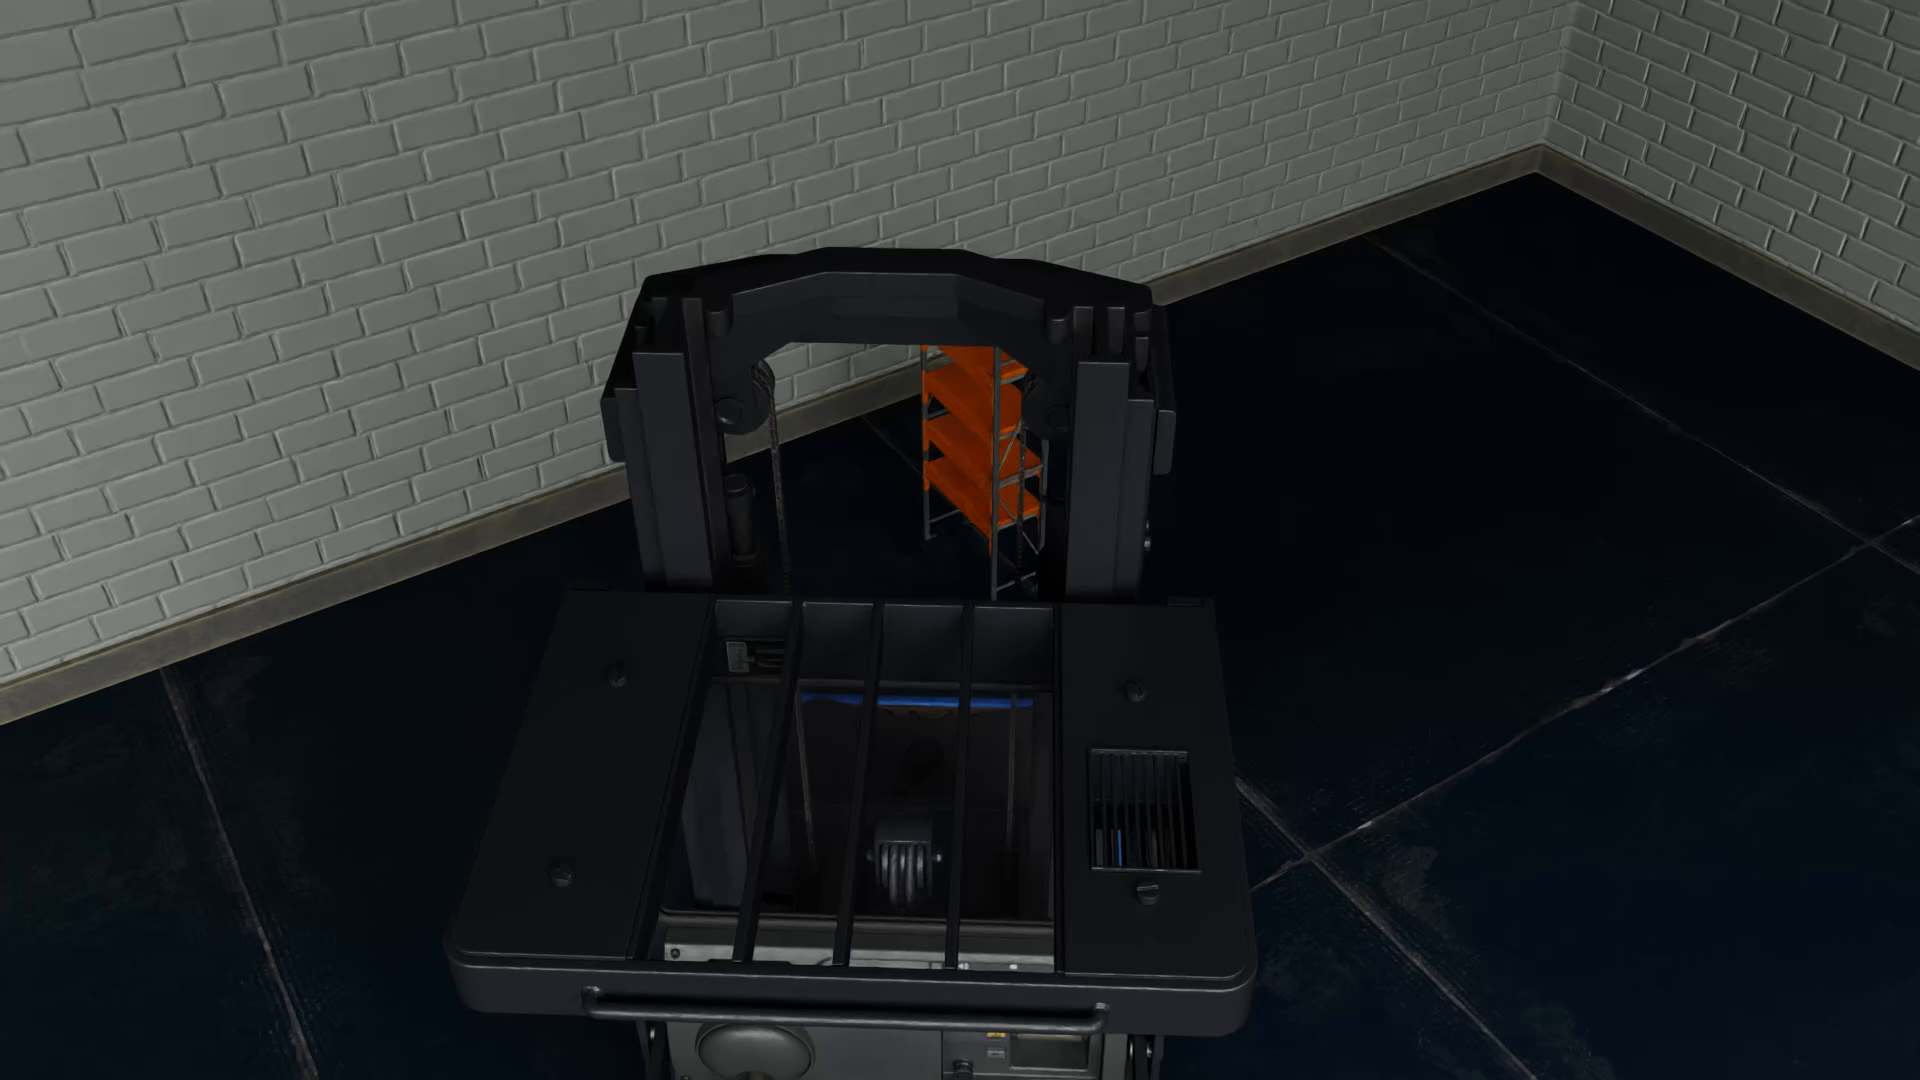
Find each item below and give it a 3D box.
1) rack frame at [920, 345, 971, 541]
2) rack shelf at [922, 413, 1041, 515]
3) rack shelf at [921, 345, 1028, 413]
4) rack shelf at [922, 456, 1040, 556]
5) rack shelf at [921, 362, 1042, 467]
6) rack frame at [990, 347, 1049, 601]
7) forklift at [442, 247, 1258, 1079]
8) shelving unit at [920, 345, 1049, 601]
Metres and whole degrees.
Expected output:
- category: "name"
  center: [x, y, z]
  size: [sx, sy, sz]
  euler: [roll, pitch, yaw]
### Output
- category: "rack frame"
  center: [-0.042, -0.503, 6.417]
  size: [0.240, 1.200, 0.015]
  euler: [-22, 45, -24]
- category: "rack shelf"
  center: [0.089, -0.320, 6.302]
  size: [0.258, 0.148, 0.480]
  euler: [-22, 45, -24]
- category: "rack shelf"
  center: [0.089, -0.673, 6.007]
  size: [0.258, 0.148, 0.480]
  euler: [-22, 45, -24]
- category: "rack shelf"
  center: [0.089, -0.167, 6.429]
  size: [0.258, 0.148, 0.480]
  euler: [-22, 45, -24]
- category: "rack shelf"
  center: [0.089, -0.492, 6.159]
  size: [0.258, 0.148, 0.480]
  euler: [-22, 45, -24]
- category: "rack frame"
  center: [0.220, -0.240, 6.101]
  size: [0.240, 1.200, 0.015]
  euler: [-22, 45, -24]
- category: "forklift"
  center: [-0.133, 1.065, 3.182]
  size: [1.130, 2.935, 3.031]
  euler: [1, 40, 2]
- category: "shelving unit"
  center: [0.089, -0.372, 6.259]
  size: [0.258, 1.200, 0.503]
  euler: [-22, 45, -24]
